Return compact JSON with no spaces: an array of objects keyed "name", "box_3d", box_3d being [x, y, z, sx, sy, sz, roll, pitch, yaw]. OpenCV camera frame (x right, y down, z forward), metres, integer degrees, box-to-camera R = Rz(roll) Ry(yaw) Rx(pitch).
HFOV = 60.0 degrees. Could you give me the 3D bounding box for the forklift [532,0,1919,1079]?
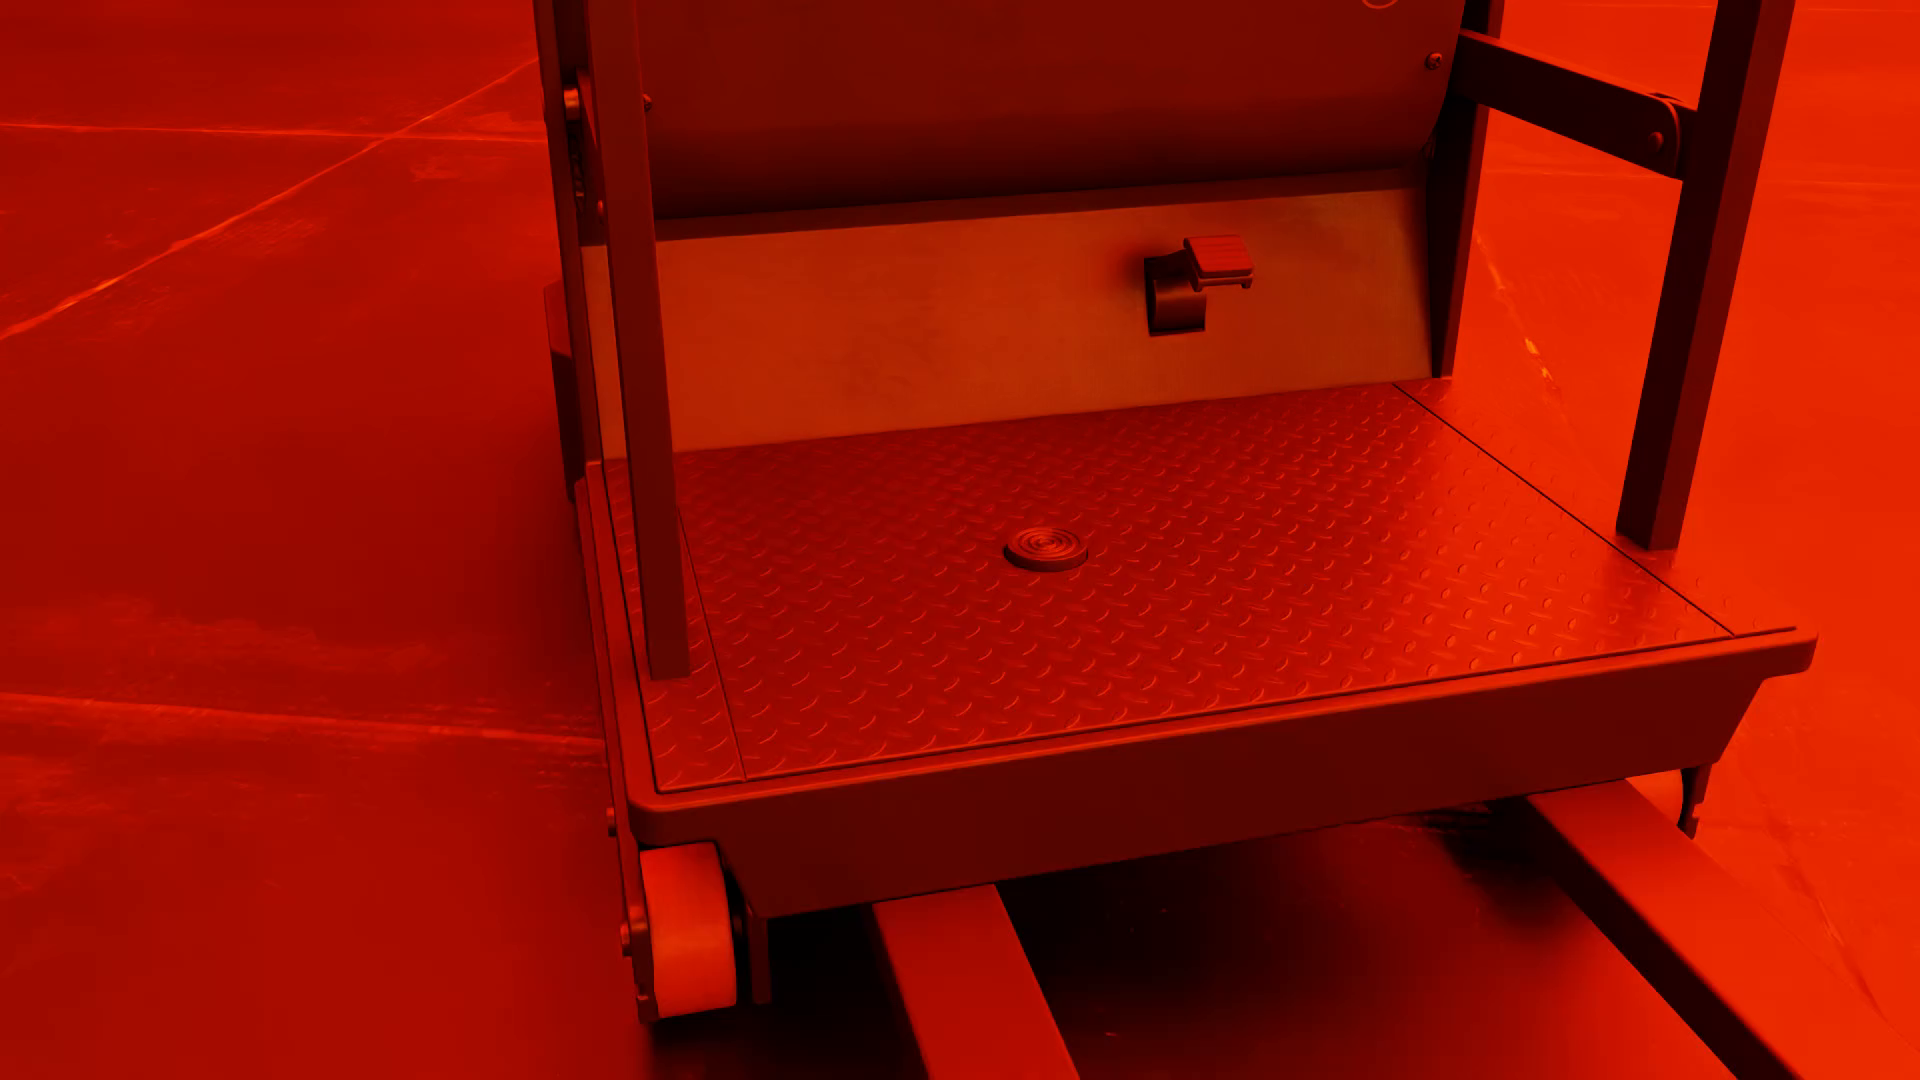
[{"name":"forklift","box_3d":[0.153,-1.049,1.319,1.130,2.935,3.031,-7,27,-13]}]
